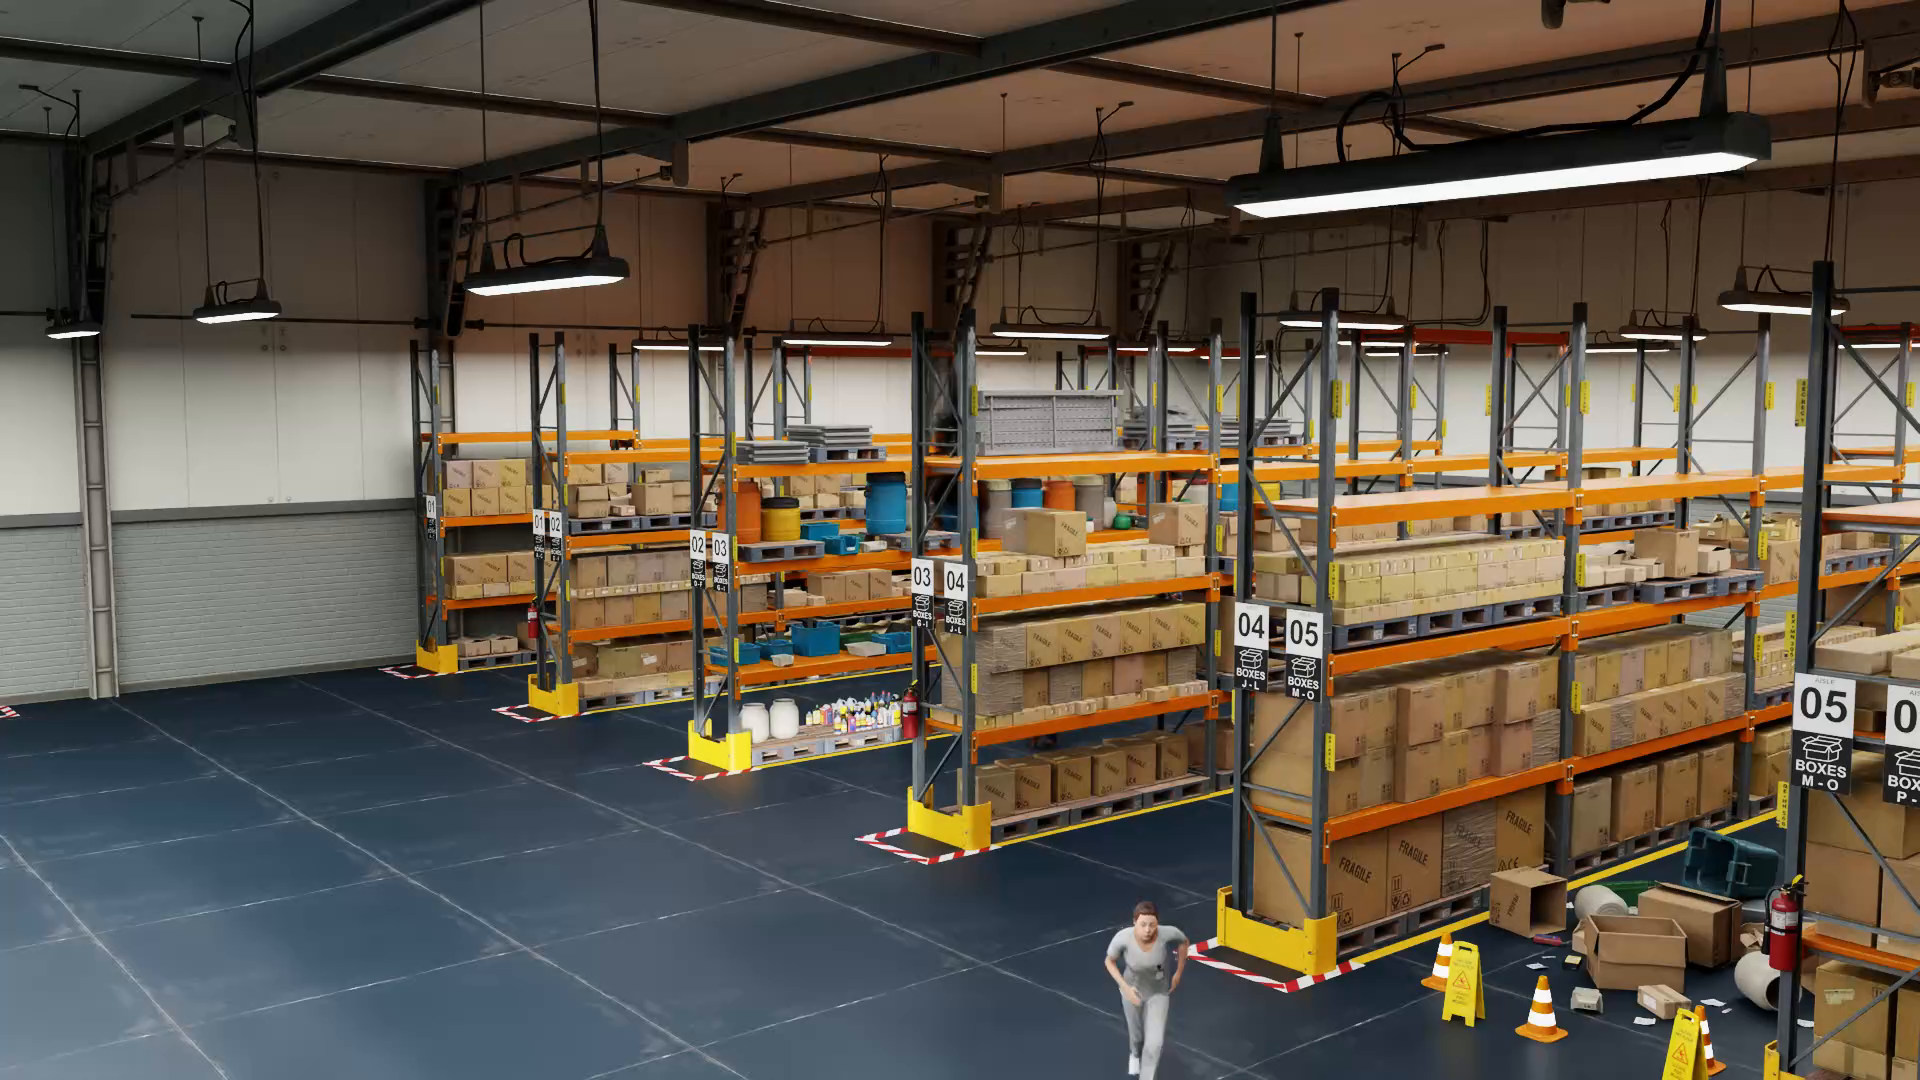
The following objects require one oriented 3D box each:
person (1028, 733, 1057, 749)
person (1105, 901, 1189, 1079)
[{"bbox_3d":[1.156,2.182,23.639,0.576,1.672,0.663,5,7,41],"label":"person"},{"bbox_3d":[1.329,3.286,11.947,0.601,1.625,1.003,0,5,1],"label":"person"}]
